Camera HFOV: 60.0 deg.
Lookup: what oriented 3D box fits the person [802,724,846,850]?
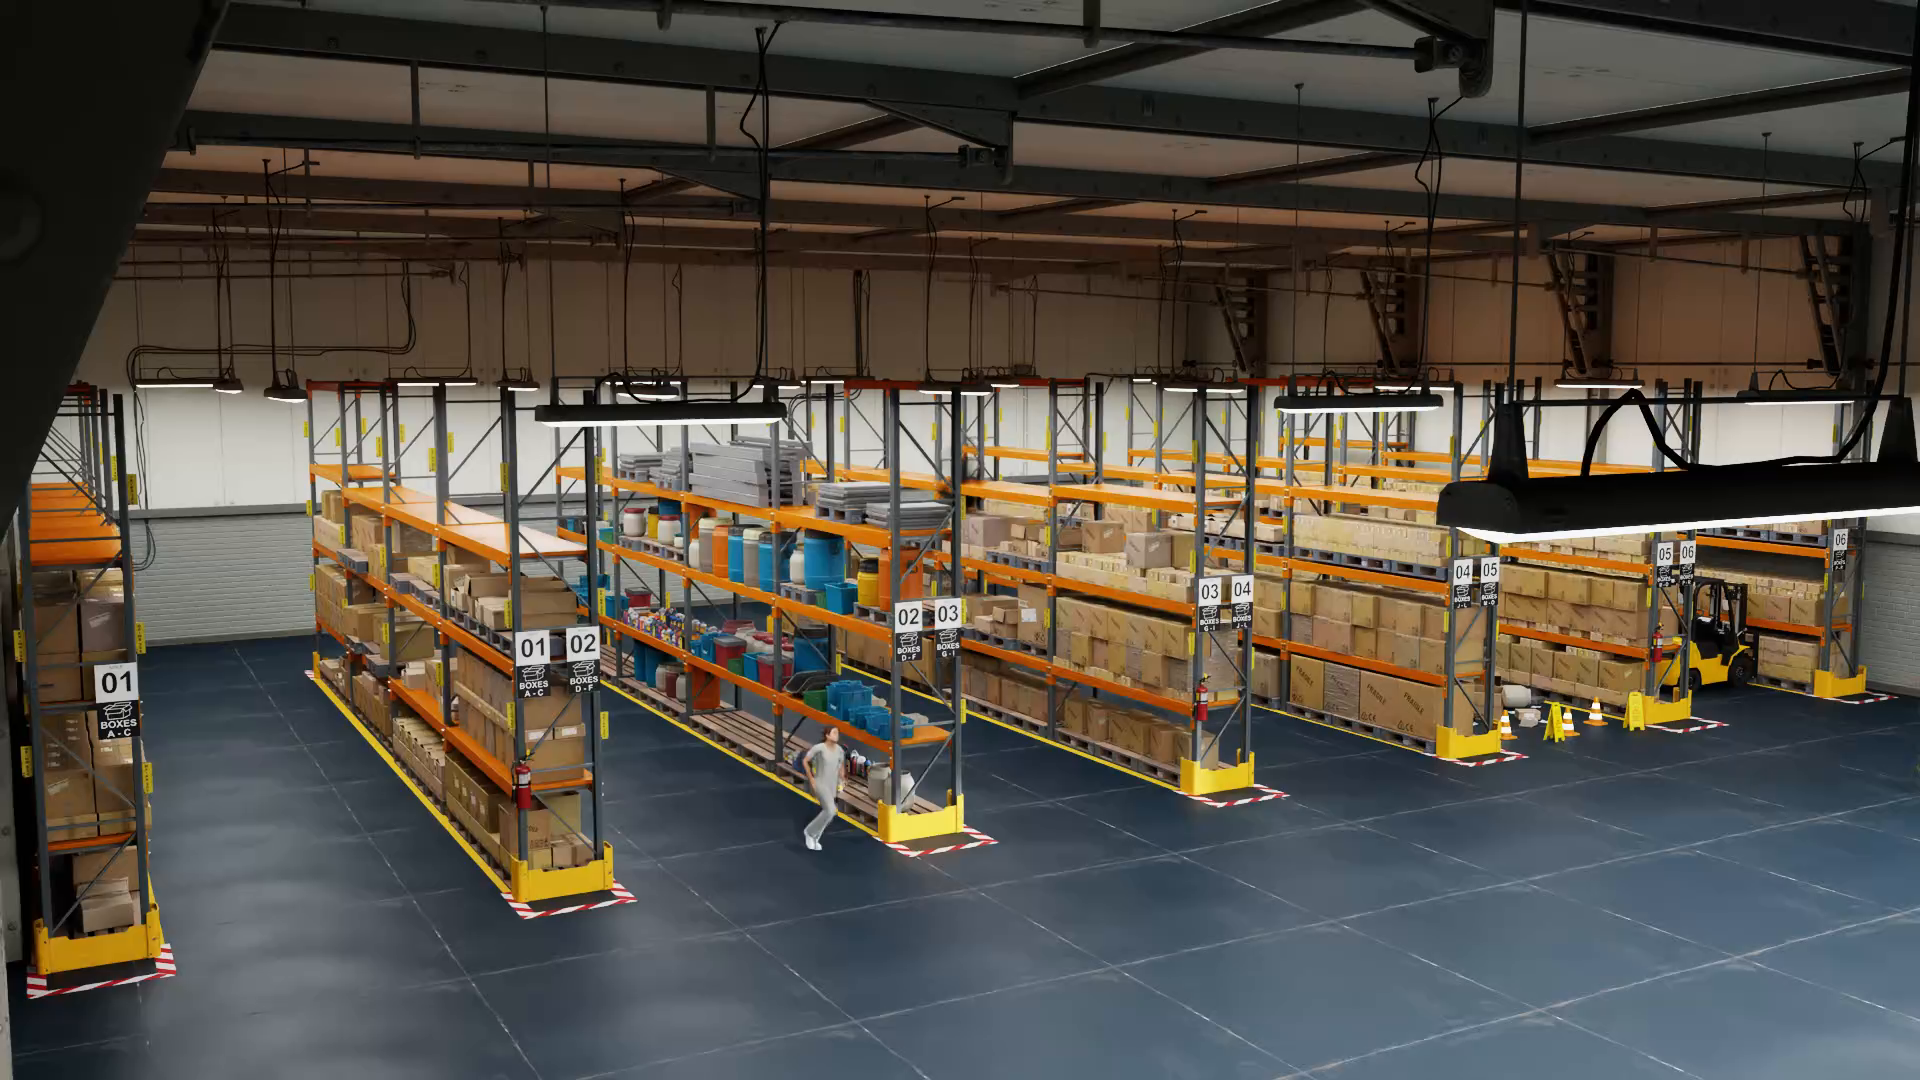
[{"bbox_3d":[-1.726,3.217,21.704,0.542,1.623,0.607,6,8,42],"label":"person"}]

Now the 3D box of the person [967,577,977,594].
[{"bbox_3d":[0.275,1.040,42.147,0.550,1.661,0.591,-4,7,-33],"label":"person"}]
